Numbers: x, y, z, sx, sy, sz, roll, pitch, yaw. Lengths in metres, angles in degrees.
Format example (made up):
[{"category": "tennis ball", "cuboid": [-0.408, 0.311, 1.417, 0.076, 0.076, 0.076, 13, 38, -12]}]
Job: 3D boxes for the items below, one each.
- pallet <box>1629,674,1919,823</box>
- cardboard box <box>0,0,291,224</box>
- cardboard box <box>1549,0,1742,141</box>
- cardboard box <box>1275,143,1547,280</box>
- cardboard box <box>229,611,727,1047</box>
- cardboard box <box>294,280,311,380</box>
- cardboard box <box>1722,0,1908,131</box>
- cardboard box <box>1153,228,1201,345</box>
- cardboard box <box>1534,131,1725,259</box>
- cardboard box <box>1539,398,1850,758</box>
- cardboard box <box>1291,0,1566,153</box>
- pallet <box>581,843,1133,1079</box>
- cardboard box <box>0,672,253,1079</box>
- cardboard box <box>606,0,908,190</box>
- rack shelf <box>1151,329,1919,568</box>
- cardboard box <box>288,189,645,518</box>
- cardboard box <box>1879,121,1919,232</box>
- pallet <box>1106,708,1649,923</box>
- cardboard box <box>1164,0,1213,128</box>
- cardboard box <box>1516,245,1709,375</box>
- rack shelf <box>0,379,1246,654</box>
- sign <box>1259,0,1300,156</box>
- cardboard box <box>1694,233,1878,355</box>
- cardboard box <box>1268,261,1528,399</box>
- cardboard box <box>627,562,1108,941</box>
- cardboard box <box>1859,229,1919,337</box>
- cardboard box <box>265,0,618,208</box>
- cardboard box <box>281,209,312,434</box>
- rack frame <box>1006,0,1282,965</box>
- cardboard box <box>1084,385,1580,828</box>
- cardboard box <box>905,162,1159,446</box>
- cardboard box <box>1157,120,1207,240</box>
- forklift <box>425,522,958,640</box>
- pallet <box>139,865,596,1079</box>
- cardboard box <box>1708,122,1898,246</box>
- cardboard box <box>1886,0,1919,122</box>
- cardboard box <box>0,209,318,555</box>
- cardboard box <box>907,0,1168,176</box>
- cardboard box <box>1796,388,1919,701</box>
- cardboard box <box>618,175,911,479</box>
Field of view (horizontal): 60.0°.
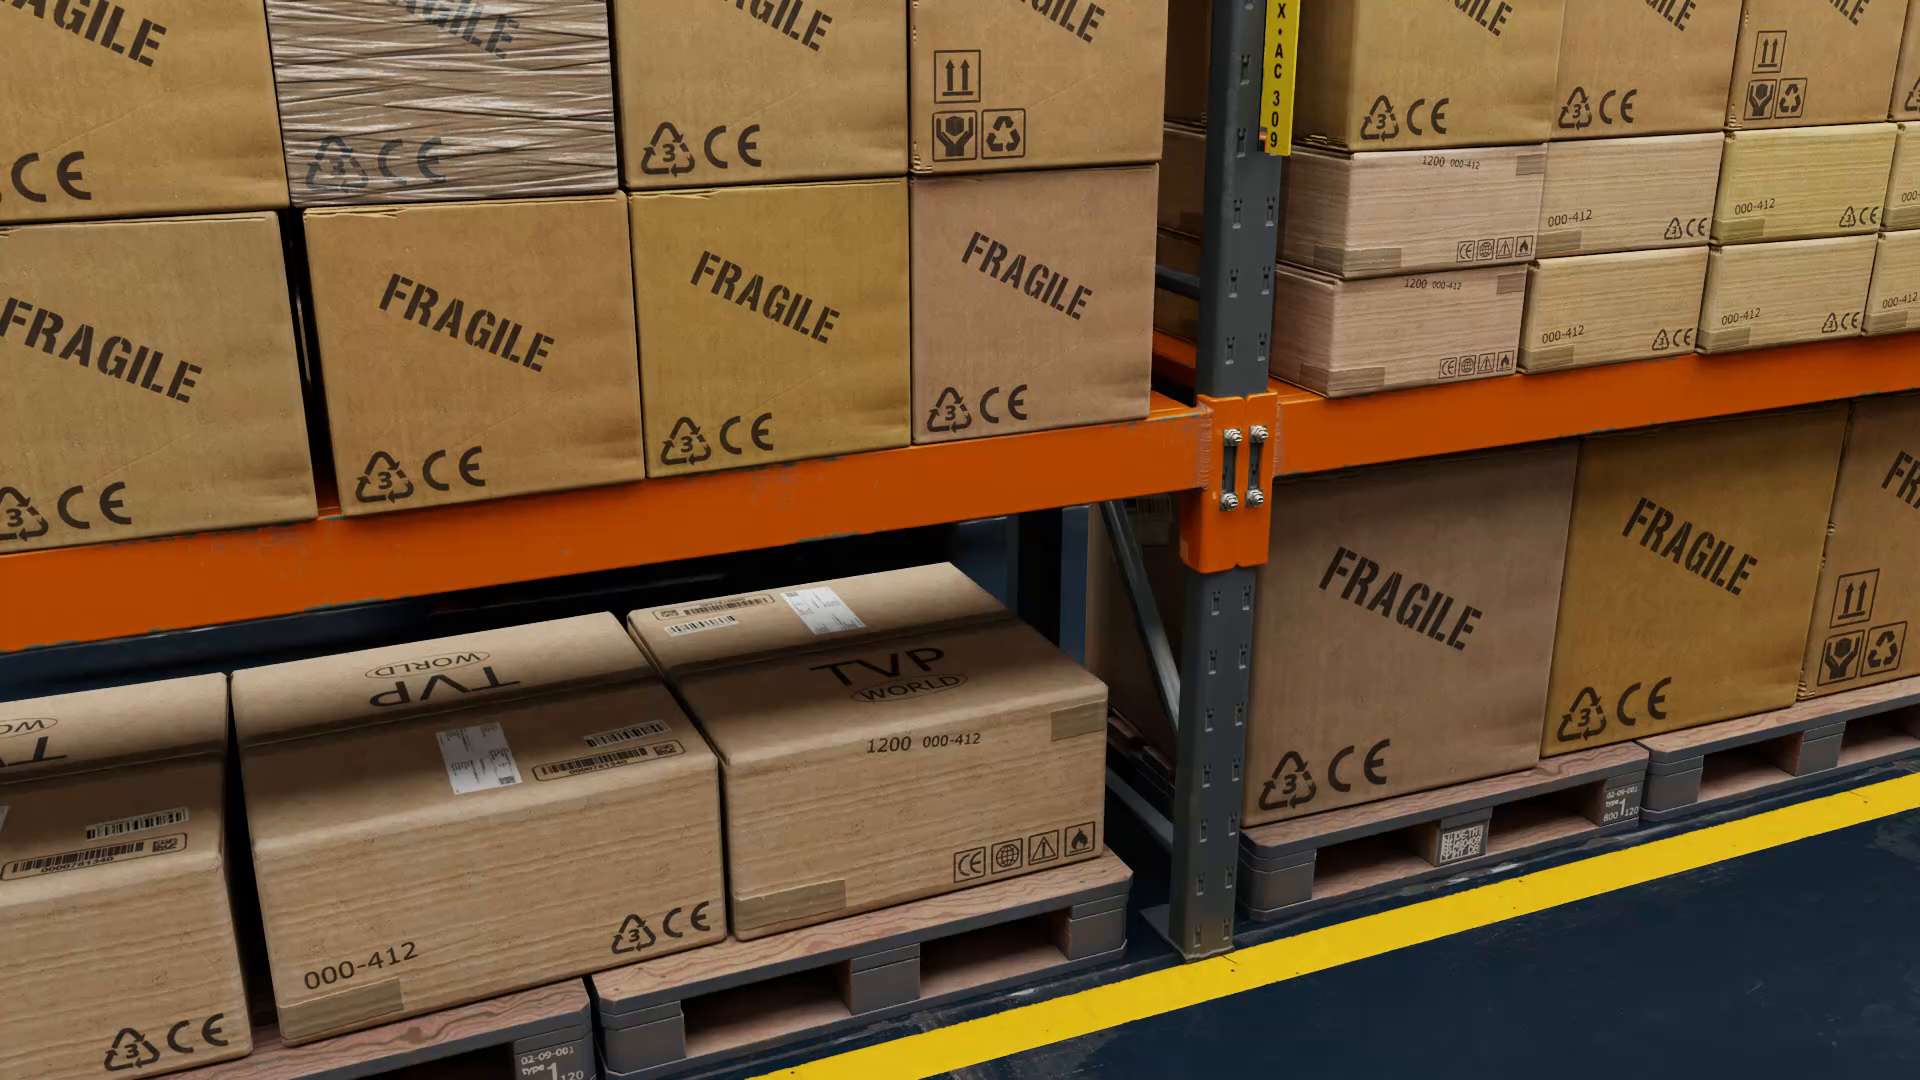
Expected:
[{"category": "pallet", "cuboid": [2.175, 0.419, 5.013, 1.213, 0.211, 1.003, -8, 21, -22]}, {"category": "cardboard box", "cuboid": [-1.346, -0.785, 2.578, 0.500, 0.500, 0.500, -8, 21, -22]}, {"category": "cardboard box", "cuboid": [1.349, -1.174, 3.684, 0.500, 0.500, 0.500, -8, 21, -22]}, {"category": "cardboard box", "cuboid": [0.890, -0.747, 3.599, 0.500, 0.250, 0.500, -9, 21, -23]}, {"category": "cardboard box", "cuboid": [-1.066, 0.569, 3.616, 0.875, 0.438, 0.875, -9, 21, -24]}, {"category": "cardboard box", "cuboid": [-2.915, -0.904, 7.706, 0.500, 0.500, 0.700, -9, 21, -24]}, {"category": "cardboard box", "cuboid": [1.810, -1.239, 3.869, 0.500, 0.500, 0.500, -9, 21, -23]}, {"category": "cardboard box", "cuboid": [0.687, -0.675, 4.148, 0.500, 0.250, 0.500, -9, 21, -23]}, {"category": "cardboard box", "cuboid": [1.358, -0.824, 3.818, 0.500, 0.250, 0.500, -8, 21, -21]}, {"category": "cardboard box", "cuboid": [1.738, -0.033, 4.666, 0.875, 0.875, 0.875, -8, 21, -20]}, {"category": "cardboard box", "cuboid": [0.892, -1.099, 3.470, 0.500, 0.500, 0.500, -8, 21, -21]}, {"category": "pallet", "cuboid": [-0.355, 0.782, 3.984, 1.213, 0.211, 1.003, -8, 21, -22]}, {"category": "cardboard box", "cuboid": [-1.895, 0.687, 3.281, 0.875, 0.438, 0.875, -8, 21, -20]}, {"category": "cardboard box", "cuboid": [-0.419, -0.918, 2.957, 0.500, 0.500, 0.500, -8, 21, -23]}, {"category": "rack shelf", "cuboid": [2.211, -0.534, 4.604, 4.000, 0.370, 1.077, -8, 21, -22]}, {"category": "cardboard box", "cuboid": [-0.876, -0.378, 2.928, 0.500, 0.500, 0.500, -8, 21, -23]}, {"category": "cardboard box", "cuboid": [2.295, -0.949, 4.175, 0.500, 0.250, 0.500, -9, 21, -24]}, {"category": "pallet", "cuboid": [1.053, 0.581, 4.554, 1.213, 0.211, 1.003, -8, 21, -22]}, {"category": "cardboard box", "cuboid": [0.685, -1.264, 3.939, 0.500, 0.500, 0.500, -7, 21, -20]}, {"category": "cardboard box", "cuboid": [1.358, -0.585, 3.893, 0.500, 0.250, 0.500, -9, 21, -23]}, {"category": "rack shelf", "cuboid": [-1.462, -0.007, 3.110, 4.000, 0.370, 1.077, -8, 21, -22]}, {"category": "sign", "cuboid": [0.596, -0.886, 3.100, 0.005, 0.325, 0.100, -8, 21, -22]}, {"category": "cardboard box", "cuboid": [1.834, -0.647, 4.070, 0.500, 0.250, 0.500, -8, 21, -22]}, {"category": "cardboard box", "cuboid": [0.883, -0.516, 3.698, 0.500, 0.250, 0.500, -9, 21, -23]}, {"category": "cardboard box", "cuboid": [-0.245, 0.451, 3.951, 0.875, 0.438, 0.875, -8, 21, -23]}, {"category": "cardboard box", "cuboid": [2.297, -0.710, 4.249, 0.500, 0.250, 0.500, -9, 21, -23]}, {"category": "cardboard box", "cuboid": [-0.882, -0.848, 2.758, 0.500, 0.500, 0.500, -8, 21, -21]}, {"category": "cardboard box", "cuboid": [-1.556, -0.479, 3.215, 0.500, 0.500, 0.500, -7, 21, -20]}, {"category": "rack frame", "cuboid": [0.374, -0.610, 3.737, 0.127, 3.000, 1.000, -8, 21, -22]}, {"category": "cardboard box", "cuboid": [0.912, 0.088, 4.321, 0.875, 0.875, 0.875, -7, 21, -20]}, {"category": "cardboard box", "cuboid": [0.050, -0.518, 3.326, 0.500, 0.500, 0.500, -8, 21, -21]}, {"category": "cardboard box", "cuboid": [0.683, -0.907, 4.054, 0.500, 0.250, 0.500, -8, 21, -22]}, {"category": "forklift", "cuboid": [-1.578, -1.206, 5.535, 3.031, 2.935, 1.130, -7, 21, -19]}, {"category": "pallet", "cuboid": [-1.477, 0.944, 3.525, 1.213, 0.211, 1.003, -8, 21, -22]}, {"category": "cardboard box", "cuboid": [1.832, -0.882, 3.984, 0.500, 0.250, 0.500, -8, 21, -21]}, {"category": "cardboard box", "cuboid": [2.282, -1.309, 4.068, 0.500, 0.500, 0.500, -9, 21, -23]}, {"category": "cardboard box", "cuboid": [-1.363, -0.314, 2.746, 0.500, 0.500, 0.500, -7, 21, -20]}, {"category": "cardboard box", "cuboid": [0.051, -0.982, 3.139, 0.500, 0.500, 0.500, -8, 21, -22]}, {"category": "cardboard box", "cuboid": [2.560, -0.150, 4.999, 0.875, 0.875, 0.875, -8, 21, -21]}, {"category": "cardboard box", "cuboid": [-0.420, -0.449, 3.129, 0.500, 0.500, 0.500, -9, 21, -23]}]
